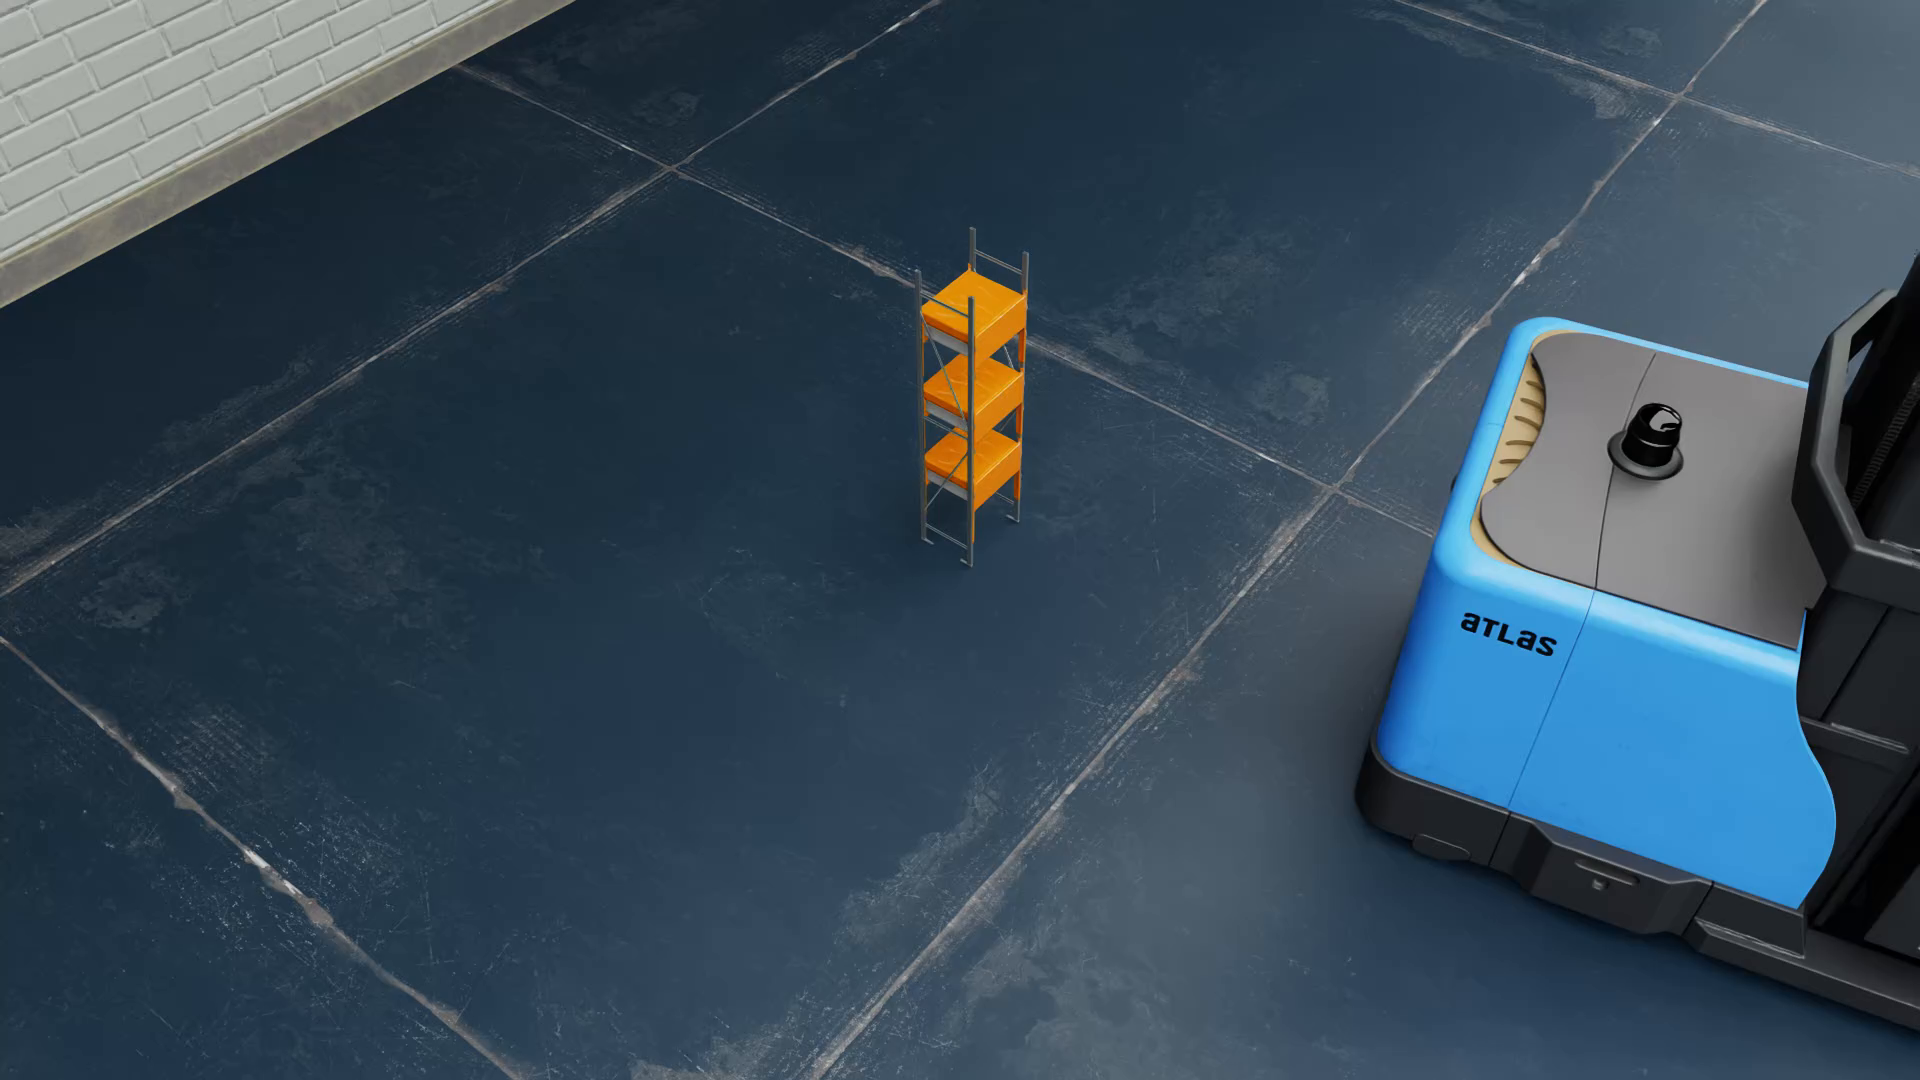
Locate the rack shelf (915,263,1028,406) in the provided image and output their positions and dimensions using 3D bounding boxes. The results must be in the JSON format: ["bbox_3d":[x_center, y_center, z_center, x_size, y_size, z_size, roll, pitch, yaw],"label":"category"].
[{"bbox_3d":[0.033,-0.582,4.702,0.215,0.259,0.240,29,53,25],"label":"rack shelf"}]

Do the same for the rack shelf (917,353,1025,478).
[{"bbox_3d":[0.033,-0.386,4.907,0.215,0.259,0.240,29,53,25],"label":"rack shelf"}]

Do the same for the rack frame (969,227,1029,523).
[{"bbox_3d":[0.107,-0.463,4.966,0.200,1.050,0.008,29,53,25],"label":"rack frame"}]

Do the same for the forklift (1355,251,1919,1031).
[{"bbox_3d":[2.626,-0.113,3.331,3.031,2.935,1.130,18,49,17],"label":"forklift"}]

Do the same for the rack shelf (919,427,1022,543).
[{"bbox_3d":[0.033,-0.194,5.108,0.215,0.259,0.240,29,53,25],"label":"rack shelf"}]

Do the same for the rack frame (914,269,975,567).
[{"bbox_3d":[-0.042,-0.323,4.833,0.200,1.050,0.008,29,53,25],"label":"rack frame"}]

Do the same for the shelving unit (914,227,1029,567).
[{"bbox_3d":[0.033,-0.393,4.900,0.215,1.050,0.252,29,53,25],"label":"shelving unit"}]
